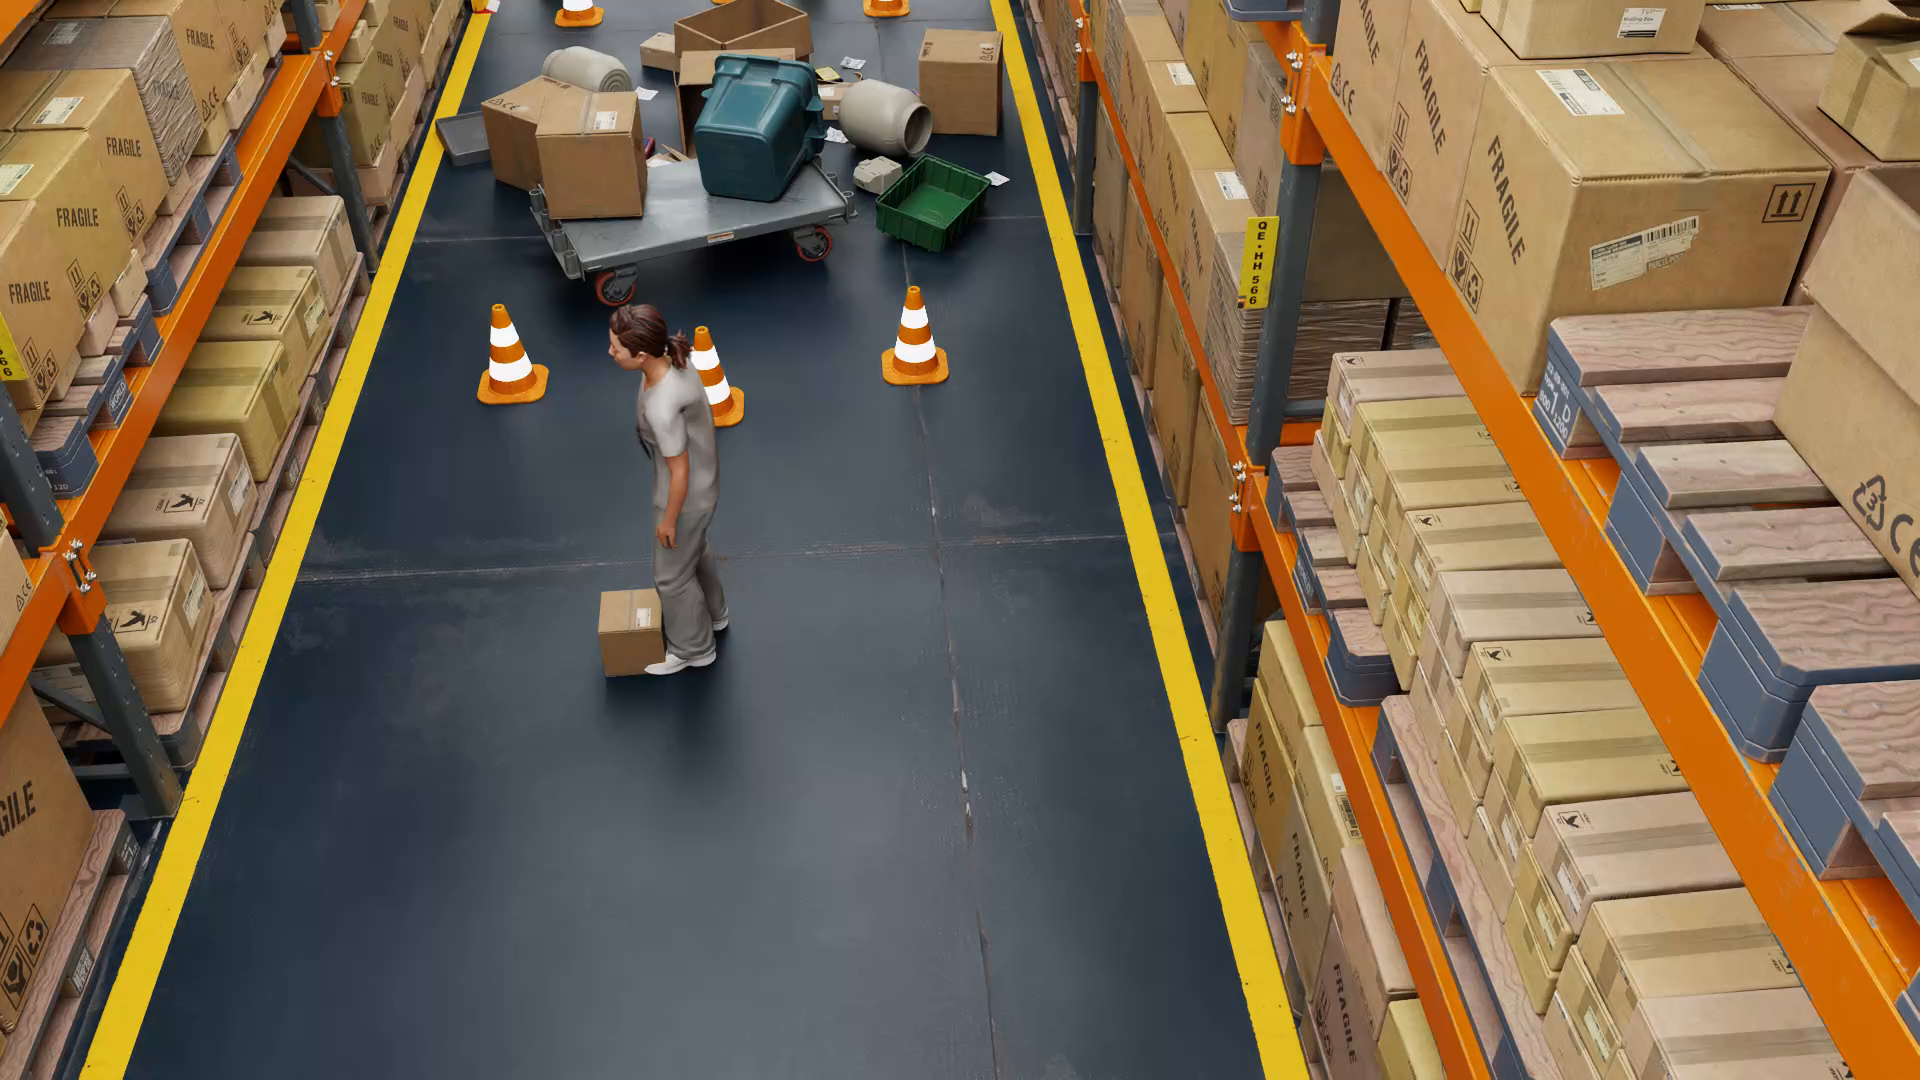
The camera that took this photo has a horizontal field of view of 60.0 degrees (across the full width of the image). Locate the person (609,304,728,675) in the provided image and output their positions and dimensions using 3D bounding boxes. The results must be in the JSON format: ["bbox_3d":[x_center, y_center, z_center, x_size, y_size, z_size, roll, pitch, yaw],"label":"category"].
[{"bbox_3d":[-1.116,-0.188,6.385,0.406,1.673,0.507,-4,39,-5],"label":"person"}]
